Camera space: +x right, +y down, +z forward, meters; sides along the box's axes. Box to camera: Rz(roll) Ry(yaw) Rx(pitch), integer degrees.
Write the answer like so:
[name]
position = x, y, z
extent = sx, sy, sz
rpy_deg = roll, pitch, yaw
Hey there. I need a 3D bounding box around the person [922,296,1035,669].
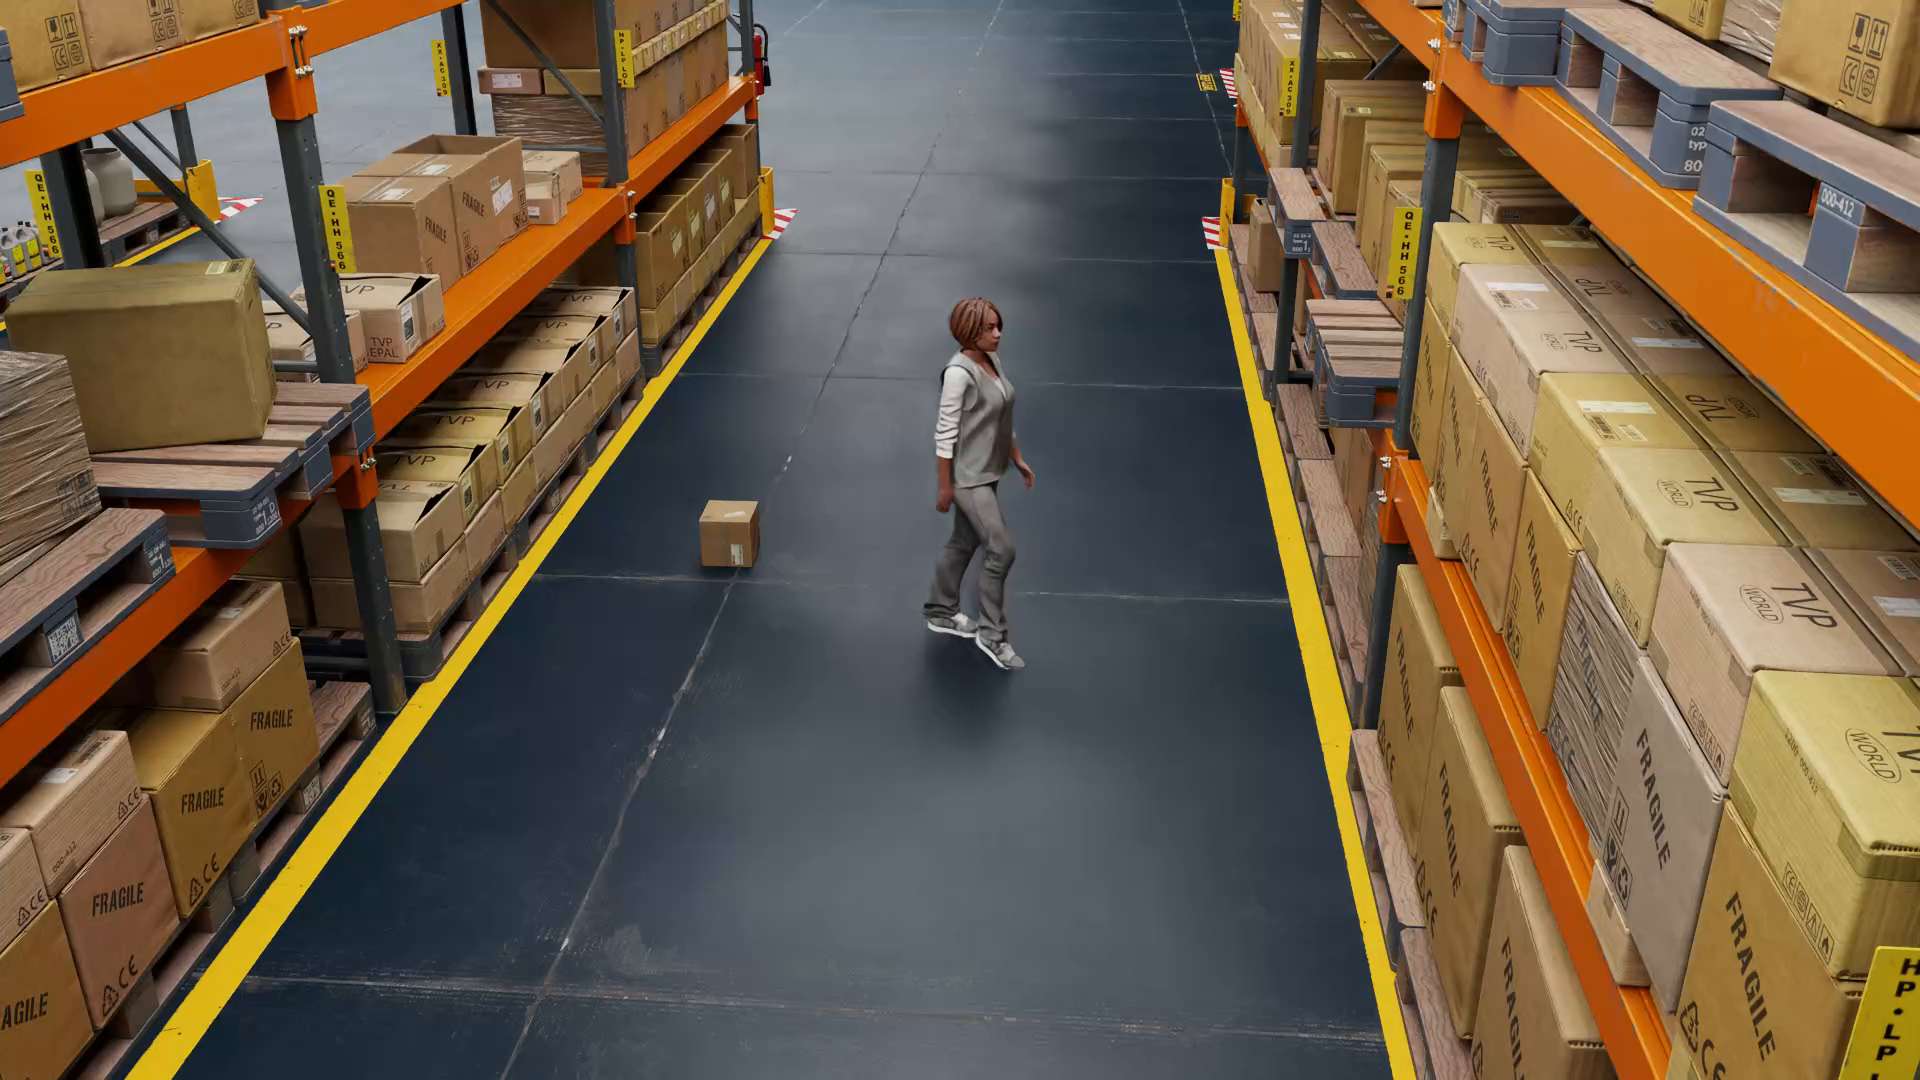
[person]
position = 0.082, -0.245, 7.161
extent = 0.530, 1.647, 0.425
rpy_deg = 9, 26, 18
